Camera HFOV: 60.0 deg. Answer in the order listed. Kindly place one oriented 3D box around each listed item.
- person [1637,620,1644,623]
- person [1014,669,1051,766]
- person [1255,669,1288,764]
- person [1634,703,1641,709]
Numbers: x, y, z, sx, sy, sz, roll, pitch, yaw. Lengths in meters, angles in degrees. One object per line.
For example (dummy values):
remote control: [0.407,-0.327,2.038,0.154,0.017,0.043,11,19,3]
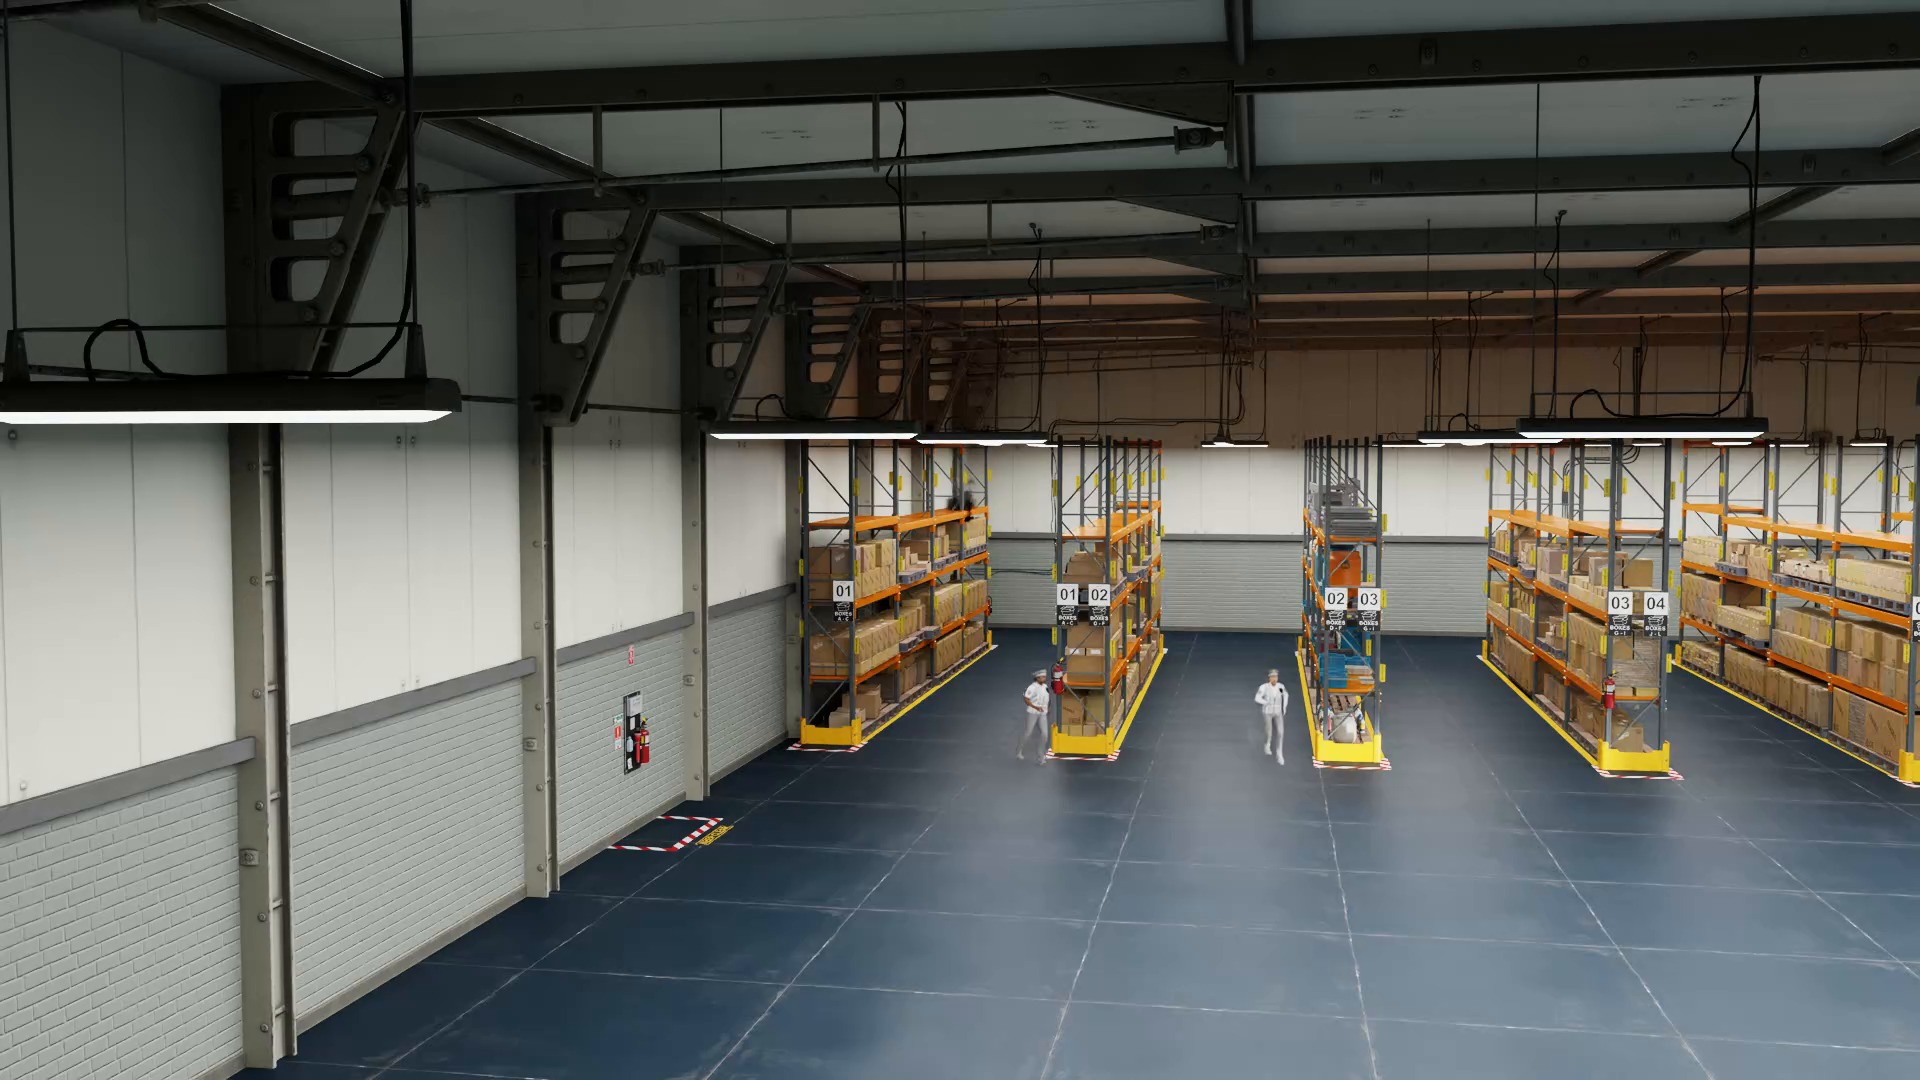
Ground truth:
person: [17.706,2.513,43.098,0.664,1.803,0.830,1,3,12]
person: [1.438,3.226,30.530,0.652,1.709,0.770,-2,4,-33]
person: [5.762,3.222,30.691,0.649,1.709,0.874,0,3,-1]
person: [15.034,2.871,36.753,0.698,1.736,0.591,1,3,11]
